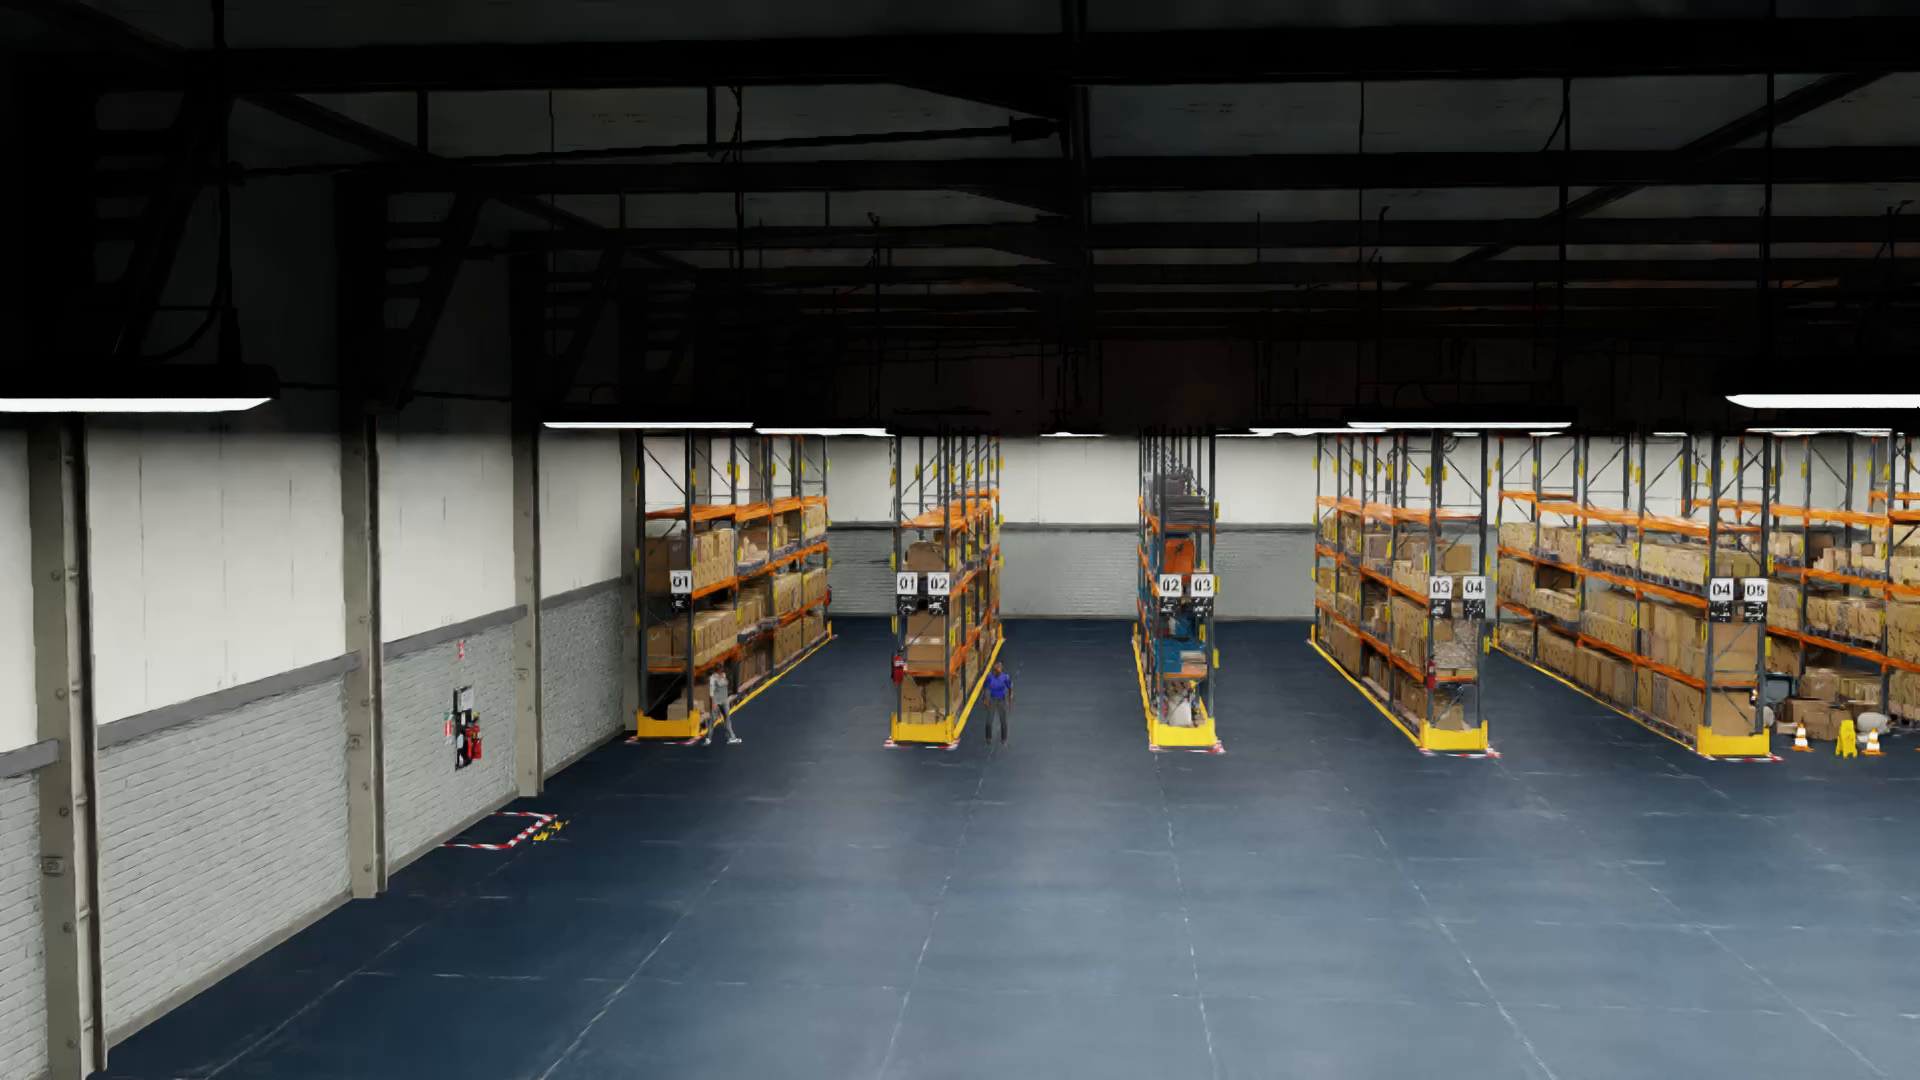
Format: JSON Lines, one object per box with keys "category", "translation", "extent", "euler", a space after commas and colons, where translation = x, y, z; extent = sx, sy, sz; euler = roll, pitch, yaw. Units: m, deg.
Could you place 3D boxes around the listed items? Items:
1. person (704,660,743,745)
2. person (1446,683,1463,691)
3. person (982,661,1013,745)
{"category": "person", "translation": [-4.466, 3.024, 31.075], "extent": [0.530, 1.586, 0.636], "euler": [3, 5, 41]}
{"category": "person", "translation": [11.278, 2.663, 37.722], "extent": [0.566, 1.541, 0.519], "euler": [0, 3, 2]}
{"category": "person", "translation": [0.701, 3.036, 31.080], "extent": [0.592, 1.604, 0.518], "euler": [0, 3, 3]}
